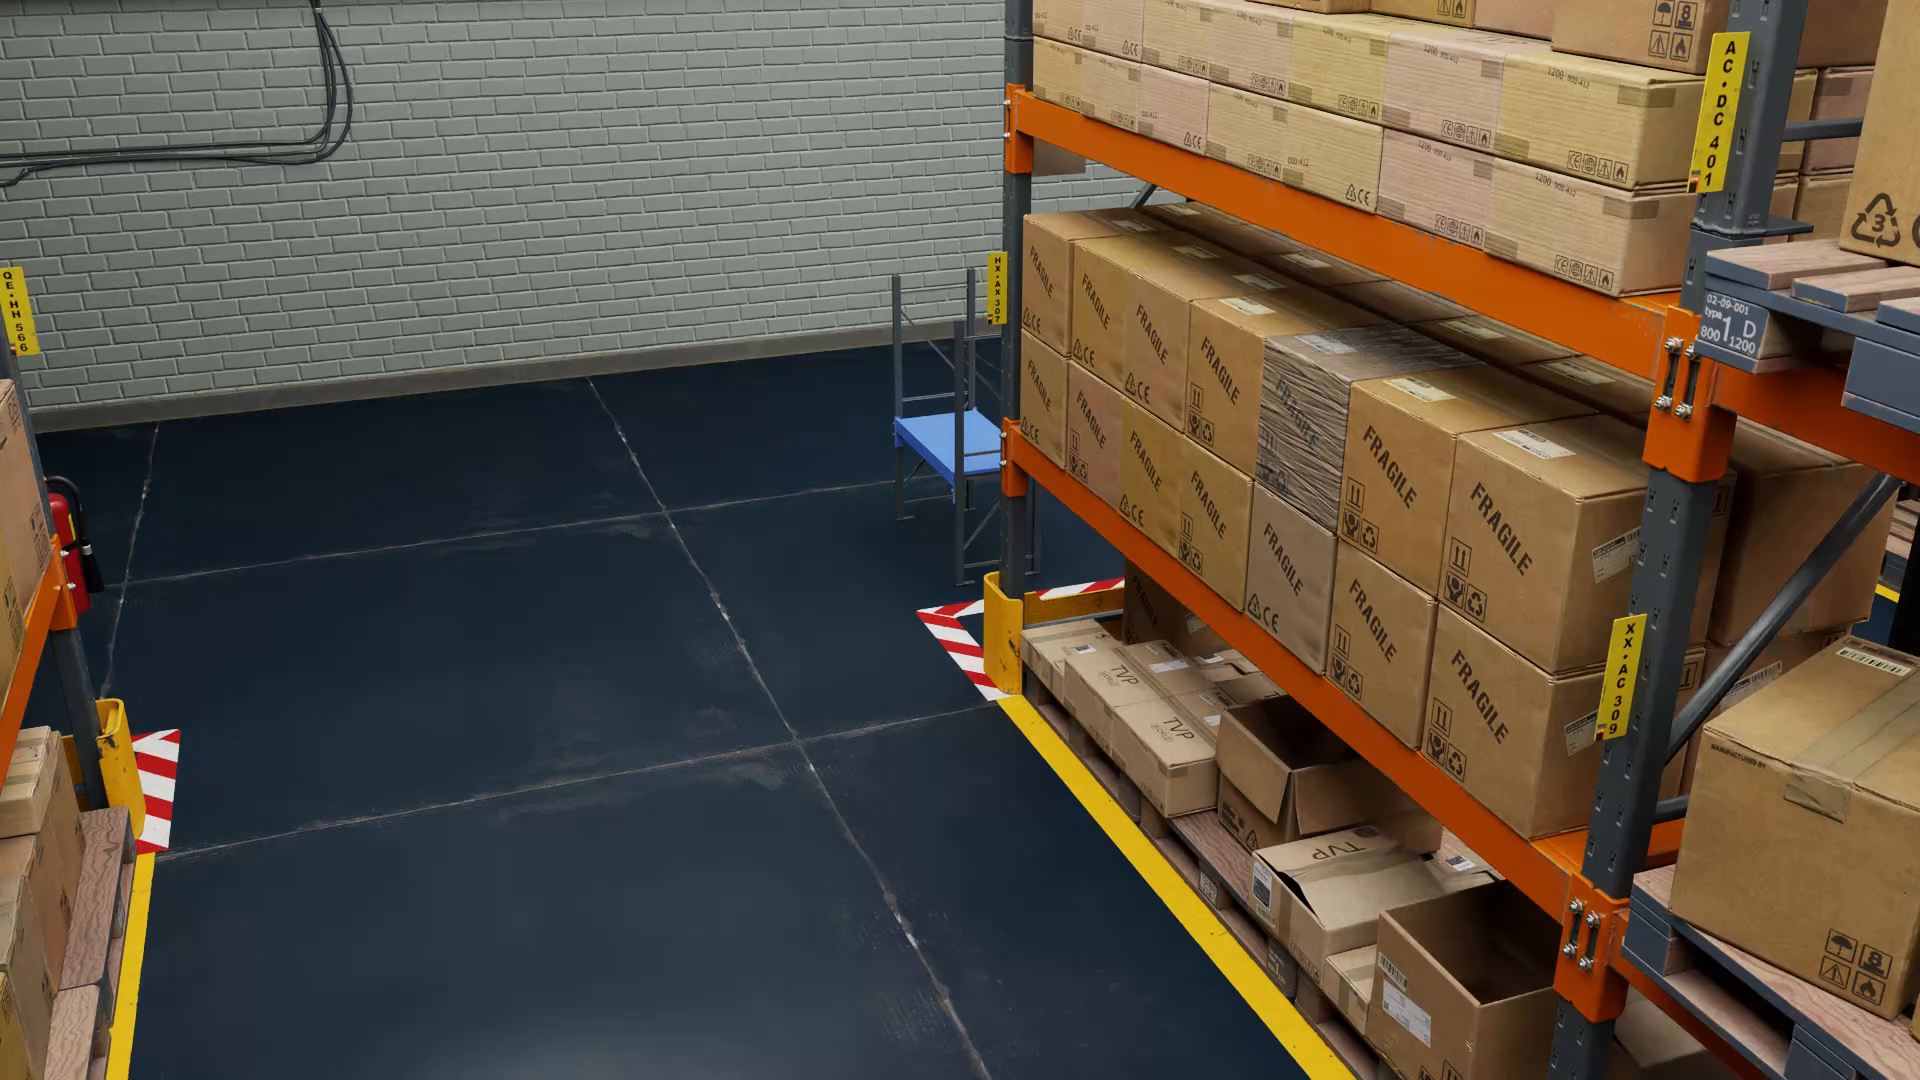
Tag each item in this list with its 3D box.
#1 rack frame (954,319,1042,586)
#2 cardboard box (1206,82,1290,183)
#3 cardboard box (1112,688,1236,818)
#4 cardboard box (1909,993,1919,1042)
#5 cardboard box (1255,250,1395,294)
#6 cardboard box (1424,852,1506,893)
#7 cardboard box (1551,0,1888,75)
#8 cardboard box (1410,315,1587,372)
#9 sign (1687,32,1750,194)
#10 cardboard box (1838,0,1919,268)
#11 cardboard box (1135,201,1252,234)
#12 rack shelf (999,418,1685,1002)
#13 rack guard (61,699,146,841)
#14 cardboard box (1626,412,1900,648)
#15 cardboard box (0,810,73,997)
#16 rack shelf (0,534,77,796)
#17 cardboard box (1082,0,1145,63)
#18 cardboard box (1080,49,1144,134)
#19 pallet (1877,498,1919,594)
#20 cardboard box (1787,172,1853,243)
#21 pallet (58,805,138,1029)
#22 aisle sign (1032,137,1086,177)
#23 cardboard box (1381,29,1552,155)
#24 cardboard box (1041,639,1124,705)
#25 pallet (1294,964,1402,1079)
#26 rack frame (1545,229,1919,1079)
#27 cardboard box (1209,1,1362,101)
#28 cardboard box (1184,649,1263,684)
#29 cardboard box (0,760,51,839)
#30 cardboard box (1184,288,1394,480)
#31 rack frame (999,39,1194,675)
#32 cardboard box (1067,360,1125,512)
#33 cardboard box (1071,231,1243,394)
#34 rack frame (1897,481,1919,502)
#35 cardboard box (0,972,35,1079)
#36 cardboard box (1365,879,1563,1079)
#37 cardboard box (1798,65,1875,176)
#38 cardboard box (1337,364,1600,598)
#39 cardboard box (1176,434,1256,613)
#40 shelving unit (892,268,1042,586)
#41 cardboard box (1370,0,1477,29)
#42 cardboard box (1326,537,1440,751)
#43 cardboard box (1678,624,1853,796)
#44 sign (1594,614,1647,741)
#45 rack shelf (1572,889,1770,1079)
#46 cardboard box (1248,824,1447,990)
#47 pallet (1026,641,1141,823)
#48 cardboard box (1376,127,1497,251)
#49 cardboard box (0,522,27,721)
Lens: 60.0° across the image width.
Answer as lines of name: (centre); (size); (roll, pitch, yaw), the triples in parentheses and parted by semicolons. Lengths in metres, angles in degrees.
rack frame: (0.210, -0.475, 8.947); (0.500, 1.500, 0.032); (-8, 24, -19)
cardboard box: (1.146, -1.346, 5.413); (0.500, 0.250, 0.500); (-8, 24, -19)
cardboard box: (0.957, 0.864, 6.812); (0.500, 0.250, 0.500); (-8, 24, -19)
cardboard box: (2.351, 0.857, 3.184); (0.700, 0.500, 0.500); (-5, 23, -11)
cardboard box: (1.459, -0.812, 6.398); (0.500, 0.500, 0.500); (-8, 24, -18)
cardboard box: (1.830, 1.261, 5.978); (0.380, 0.166, 0.250); (-8, 24, -19)
cardboard box: (1.883, -1.407, 3.949); (0.700, 0.500, 0.500); (-8, 24, -19)
cardboard box: (1.823, -0.438, 5.510); (0.500, 0.500, 0.500); (-9, 25, -21)
sign: (1.585, -0.890, 3.472); (0.100, 0.325, 0.005); (-8, 24, -19)
cardboard box: (2.199, -0.822, 3.177); (0.600, 0.600, 0.600); (-11, 25, -24)
cardboard box: (1.092, -1.183, 7.279); (0.500, 0.500, 0.500); (-9, 24, -19)
rack shelf: (1.384, 0.258, 6.202); (1.077, 0.370, 4.000); (-8, 24, -19)
rack guard: (-3.964, 1.024, 6.677); (1.175, 0.500, 0.348); (-8, 24, -19)
cardboard box: (2.187, -0.064, 4.623); (0.500, 0.500, 0.500); (-8, 24, -18)
cardboard box: (-3.438, 1.262, 5.573); (0.700, 0.500, 0.500); (-8, 24, -19)
rack shelf: (-3.249, 0.939, 4.586); (1.077, 0.370, 4.000); (-8, 24, -19)
cardboard box: (0.785, -1.939, 6.175); (0.500, 0.250, 0.500); (-8, 24, -19)
cardboard box: (0.786, -1.708, 6.272); (0.500, 0.250, 0.500); (-8, 24, -19)
pallet: (5.568, 0.111, 9.214); (1.003, 0.211, 1.213); (-8, 24, -19)
cardboard box: (2.150, -0.871, 4.285); (0.500, 0.250, 0.500); (-8, 24, -19)
pallet: (-3.600, 1.446, 6.049); (1.003, 0.211, 1.213); (-8, 24, -19)
aisle sign: (0.379, -1.983, 7.245); (0.394, 0.787, 0.004); (-8, 24, -19)
cardboard box: (1.491, -1.212, 4.451); (0.500, 0.250, 0.500); (-8, 24, -19)
cardboard box: (0.592, 0.593, 7.563); (0.380, 0.166, 0.250); (-8, 24, -19)
pallet: (1.849, 1.689, 5.472); (1.003, 0.211, 1.213); (-8, 24, -19)
rack frame: (2.090, 0.653, 4.338); (1.000, 3.000, 0.127); (-8, 24, -19)
cardboard box: (1.141, -1.576, 5.314); (0.500, 0.250, 0.500); (-8, 24, -19)
cardboard box: (1.159, 0.626, 7.485); (0.380, 0.166, 0.250); (-8, 24, -19)
cardboard box: (-3.308, 0.895, 5.606); (0.380, 0.149, 0.250); (-8, 24, -18)
cardboard box: (1.132, -0.554, 5.786); (0.500, 0.500, 0.500); (-9, 24, -19)
rack frame: (0.677, -0.800, 7.787); (1.000, 3.000, 0.127); (-8, 24, -19)
cardboard box: (0.775, -0.462, 6.856); (0.500, 0.500, 0.500); (-9, 24, -20)
cardboard box: (0.779, -0.921, 6.656); (0.500, 0.500, 0.500); (-8, 24, -18)
rack frame: (5.313, -1.479, 9.396); (1.000, 3.000, 0.127); (-8, 24, -19)
cardboard box: (-3.064, 1.637, 4.682); (0.700, 0.500, 0.500); (-8, 24, -18)
cardboard box: (1.624, 1.434, 5.137); (0.500, 0.500, 0.500); (-8, 24, -19)
cardboard box: (2.151, -1.101, 4.188); (0.500, 0.250, 0.500); (-8, 24, -19)
cardboard box: (1.486, -0.188, 4.917); (0.500, 0.500, 0.500); (-9, 24, -20)
cardboard box: (1.124, -0.098, 5.991); (0.500, 0.500, 0.500); (-8, 24, -18)
shelving unit: (0.030, -0.660, 9.385); (0.538, 1.500, 1.048); (-8, 24, -19)
cardboard box: (1.657, -1.789, 4.855); (0.700, 0.500, 0.500); (-8, 24, -19)
cardboard box: (1.490, 0.273, 5.110); (0.500, 0.500, 0.500); (-8, 24, -17)
cardboard box: (2.165, 0.384, 4.847); (0.500, 0.500, 0.500); (-8, 24, -18)
sign: (1.585, 0.331, 3.987); (0.100, 0.325, 0.005); (-8, 24, -19)
rack shelf: (2.797, 1.711, 2.754); (1.077, 0.370, 4.000); (-8, 24, -19)
cardboard box: (1.359, 1.249, 5.821); (0.500, 0.311, 0.500); (-8, 24, -19)
pallet: (0.987, 0.802, 7.576); (1.003, 0.211, 1.213); (-8, 24, -19)
cardboard box: (1.503, -0.983, 4.552); (0.500, 0.250, 0.500); (-8, 24, -19)
cardboard box: (-3.499, 0.189, 5.053); (0.980, 0.700, 0.700); (-9, 24, -19)
